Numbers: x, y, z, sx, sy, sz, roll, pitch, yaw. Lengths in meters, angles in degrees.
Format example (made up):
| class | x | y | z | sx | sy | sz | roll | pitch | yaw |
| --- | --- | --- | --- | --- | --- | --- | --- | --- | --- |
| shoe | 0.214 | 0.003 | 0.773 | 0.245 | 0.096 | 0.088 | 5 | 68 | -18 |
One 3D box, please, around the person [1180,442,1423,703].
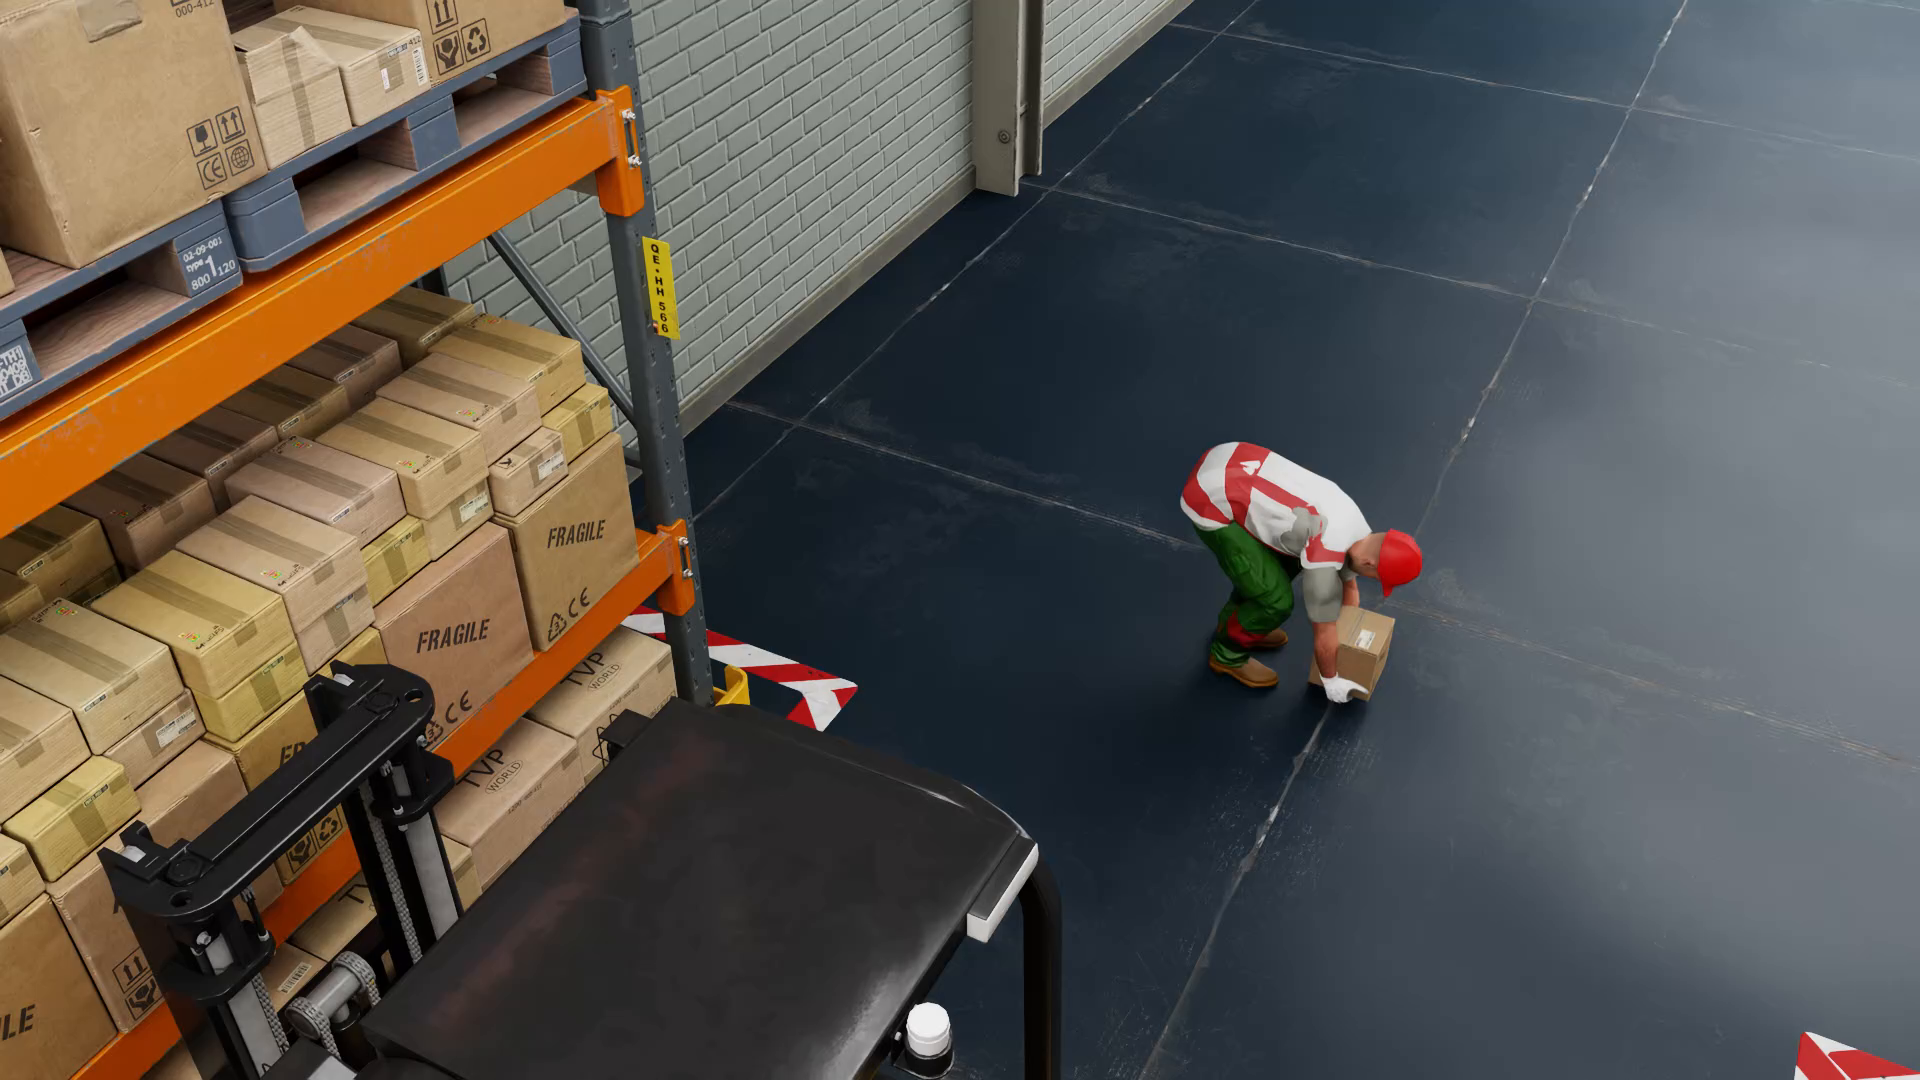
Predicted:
| class | x | y | z | sx | sy | sz | roll | pitch | yaw |
| --- | --- | --- | --- | --- | --- | --- | --- | --- | --- |
| person | 1.330 | 0.129 | 6.608 | 0.950 | 0.997 | 0.524 | 16 | 40 | 19 |
